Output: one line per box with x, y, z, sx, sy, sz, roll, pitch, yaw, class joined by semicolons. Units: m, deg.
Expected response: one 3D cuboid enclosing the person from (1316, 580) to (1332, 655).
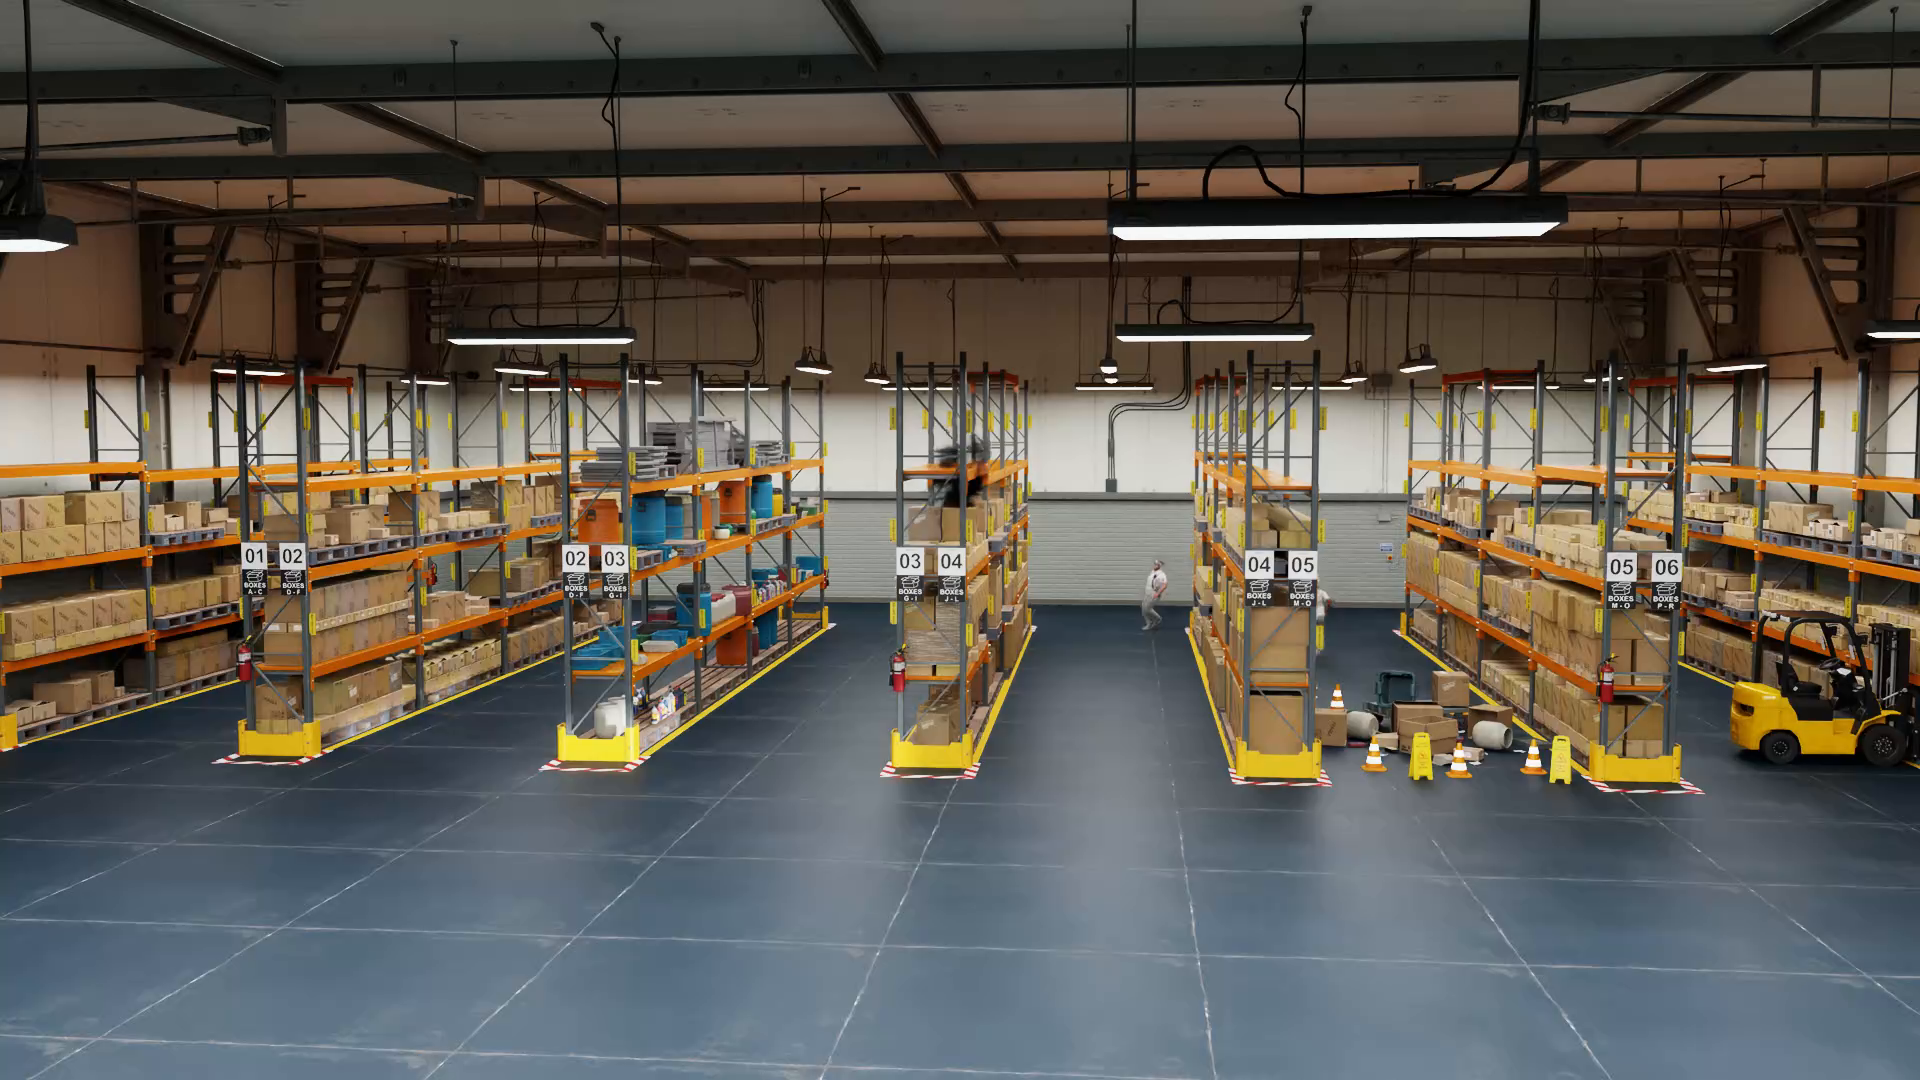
7.568;1.662;35.487;0.574;1.712;0.716;-1;4;-8;person

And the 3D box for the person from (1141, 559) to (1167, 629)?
4.636;1.306;40.056;0.522;1.730;0.718;-2;4;-20;person
